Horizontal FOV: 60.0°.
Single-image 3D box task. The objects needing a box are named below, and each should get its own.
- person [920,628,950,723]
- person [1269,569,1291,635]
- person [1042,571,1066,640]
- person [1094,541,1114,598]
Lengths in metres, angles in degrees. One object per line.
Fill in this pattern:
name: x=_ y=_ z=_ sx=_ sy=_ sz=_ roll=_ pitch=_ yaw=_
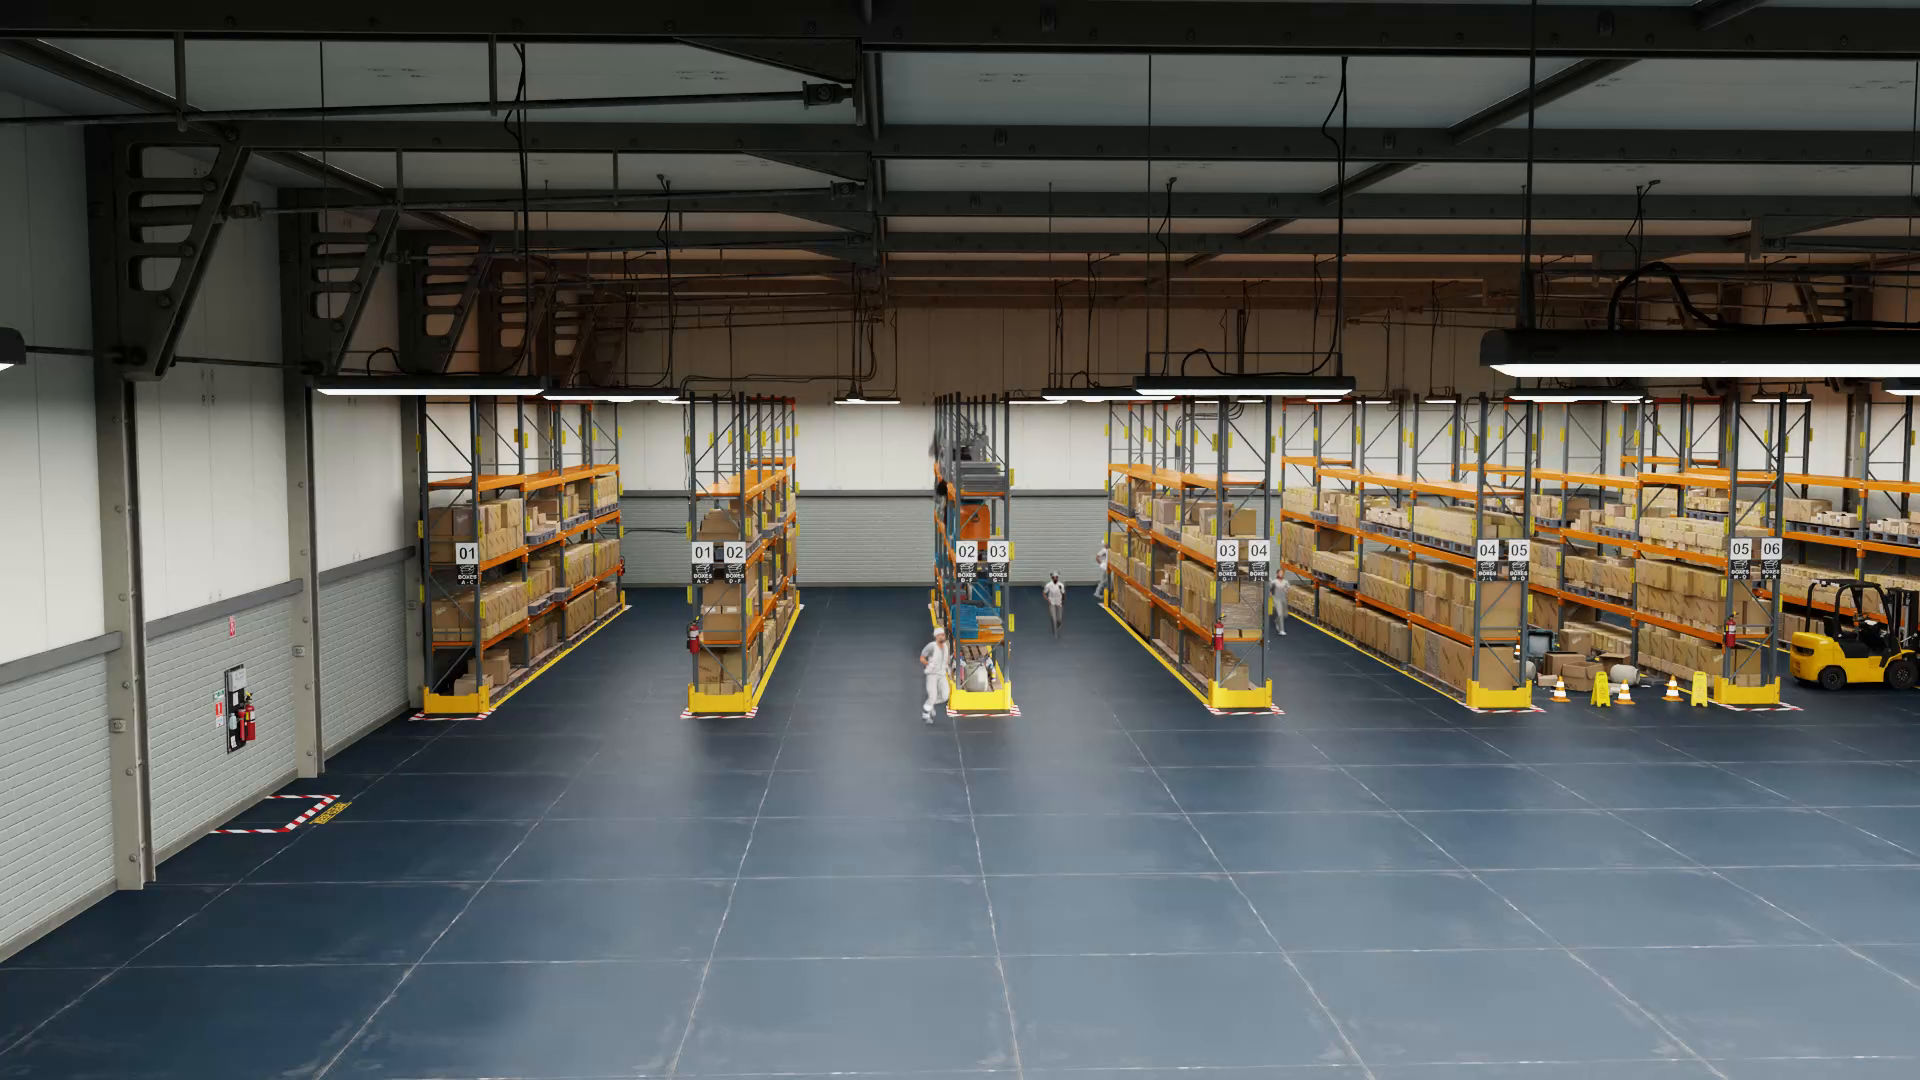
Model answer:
person: x=-0.412 y=2.448 z=30.288 sx=0.661 sy=1.706 sz=0.569 roll=-3 pitch=6 yaw=-35
person: x=8.050 y=1.545 z=41.883 sx=0.577 sy=1.640 sz=0.859 roll=-1 pitch=5 yaw=-9
person: x=2.331 y=1.602 z=41.177 sx=0.586 sy=1.670 sz=0.583 roll=-1 pitch=5 yaw=-8
person: x=4.339 y=0.902 z=49.083 sx=0.785 sy=1.844 sz=0.662 roll=1 pitch=5 yaw=12
